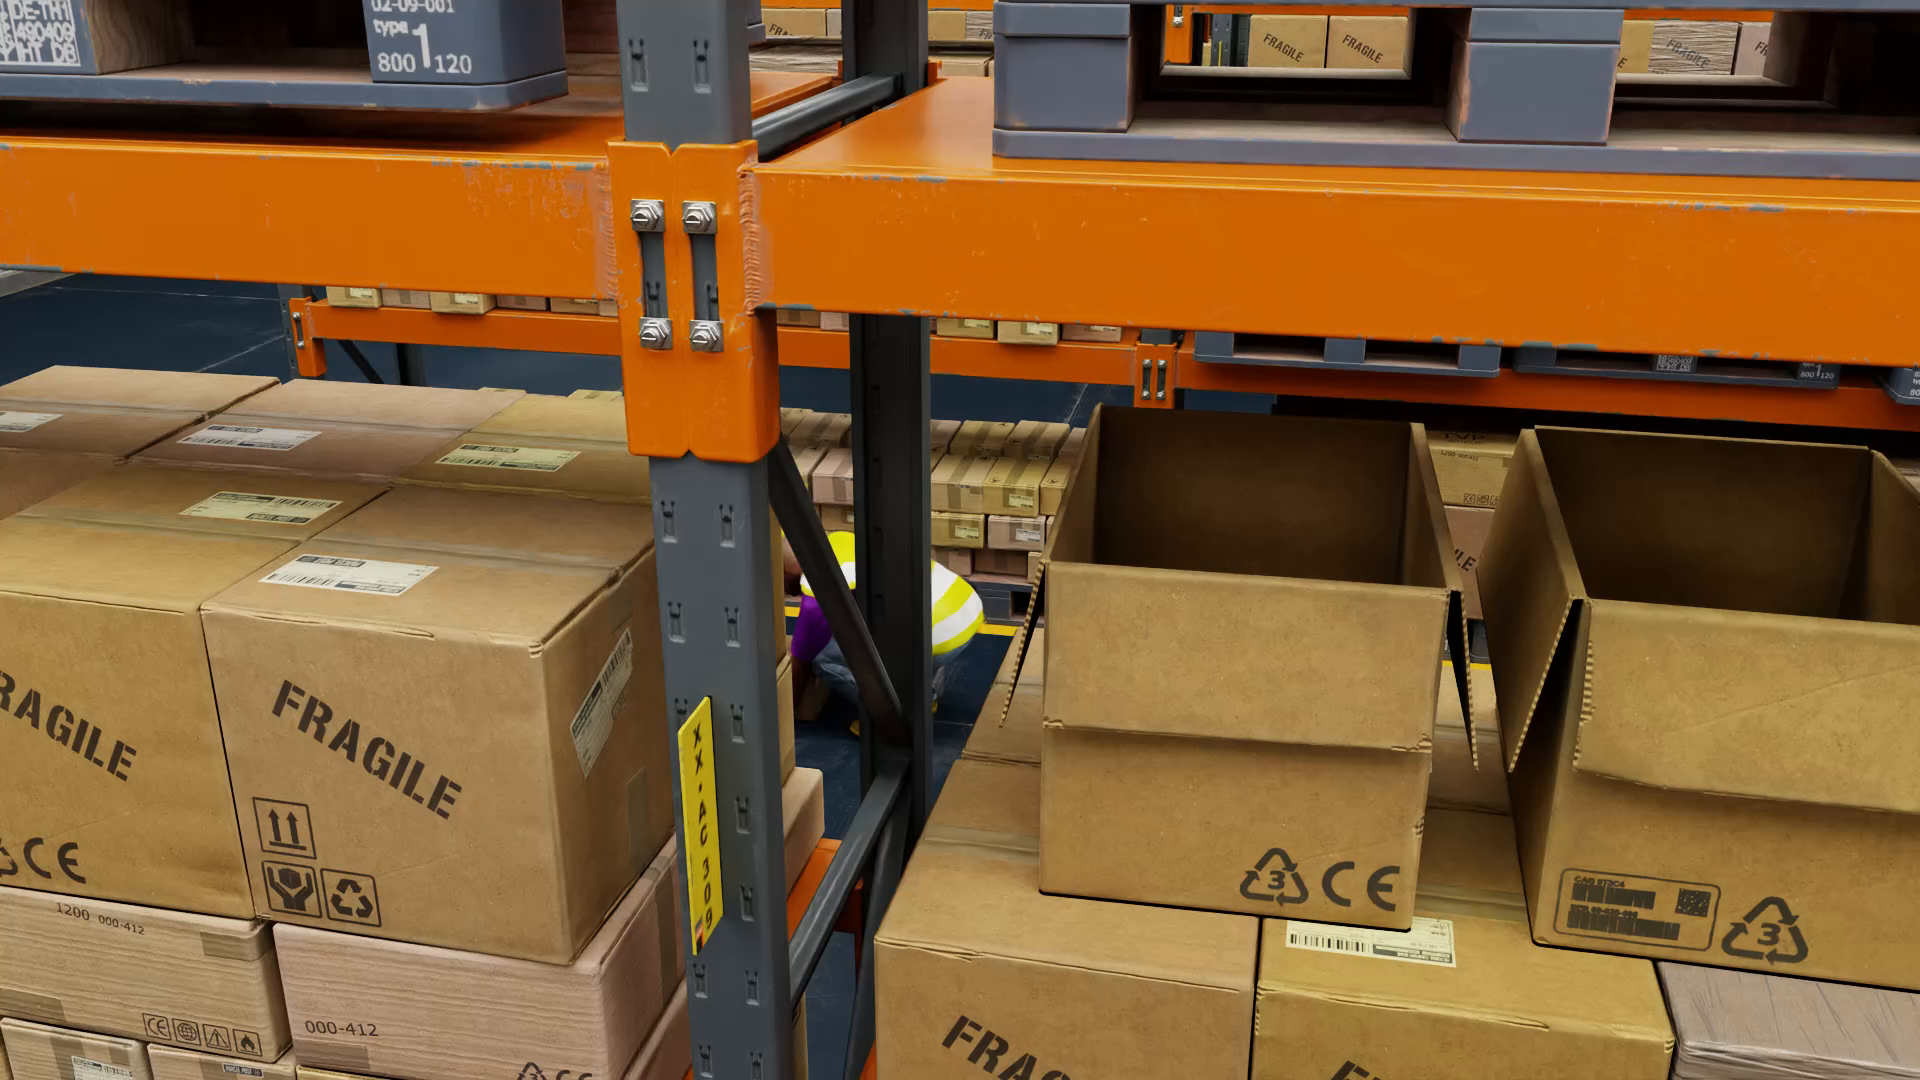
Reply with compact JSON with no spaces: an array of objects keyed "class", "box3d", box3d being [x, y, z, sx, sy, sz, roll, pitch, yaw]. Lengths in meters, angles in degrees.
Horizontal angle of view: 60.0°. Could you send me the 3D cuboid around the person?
[{"class":"person","box3d":[-0.393,0.380,6.511,0.939,0.874,0.531,7,22,16]}]
